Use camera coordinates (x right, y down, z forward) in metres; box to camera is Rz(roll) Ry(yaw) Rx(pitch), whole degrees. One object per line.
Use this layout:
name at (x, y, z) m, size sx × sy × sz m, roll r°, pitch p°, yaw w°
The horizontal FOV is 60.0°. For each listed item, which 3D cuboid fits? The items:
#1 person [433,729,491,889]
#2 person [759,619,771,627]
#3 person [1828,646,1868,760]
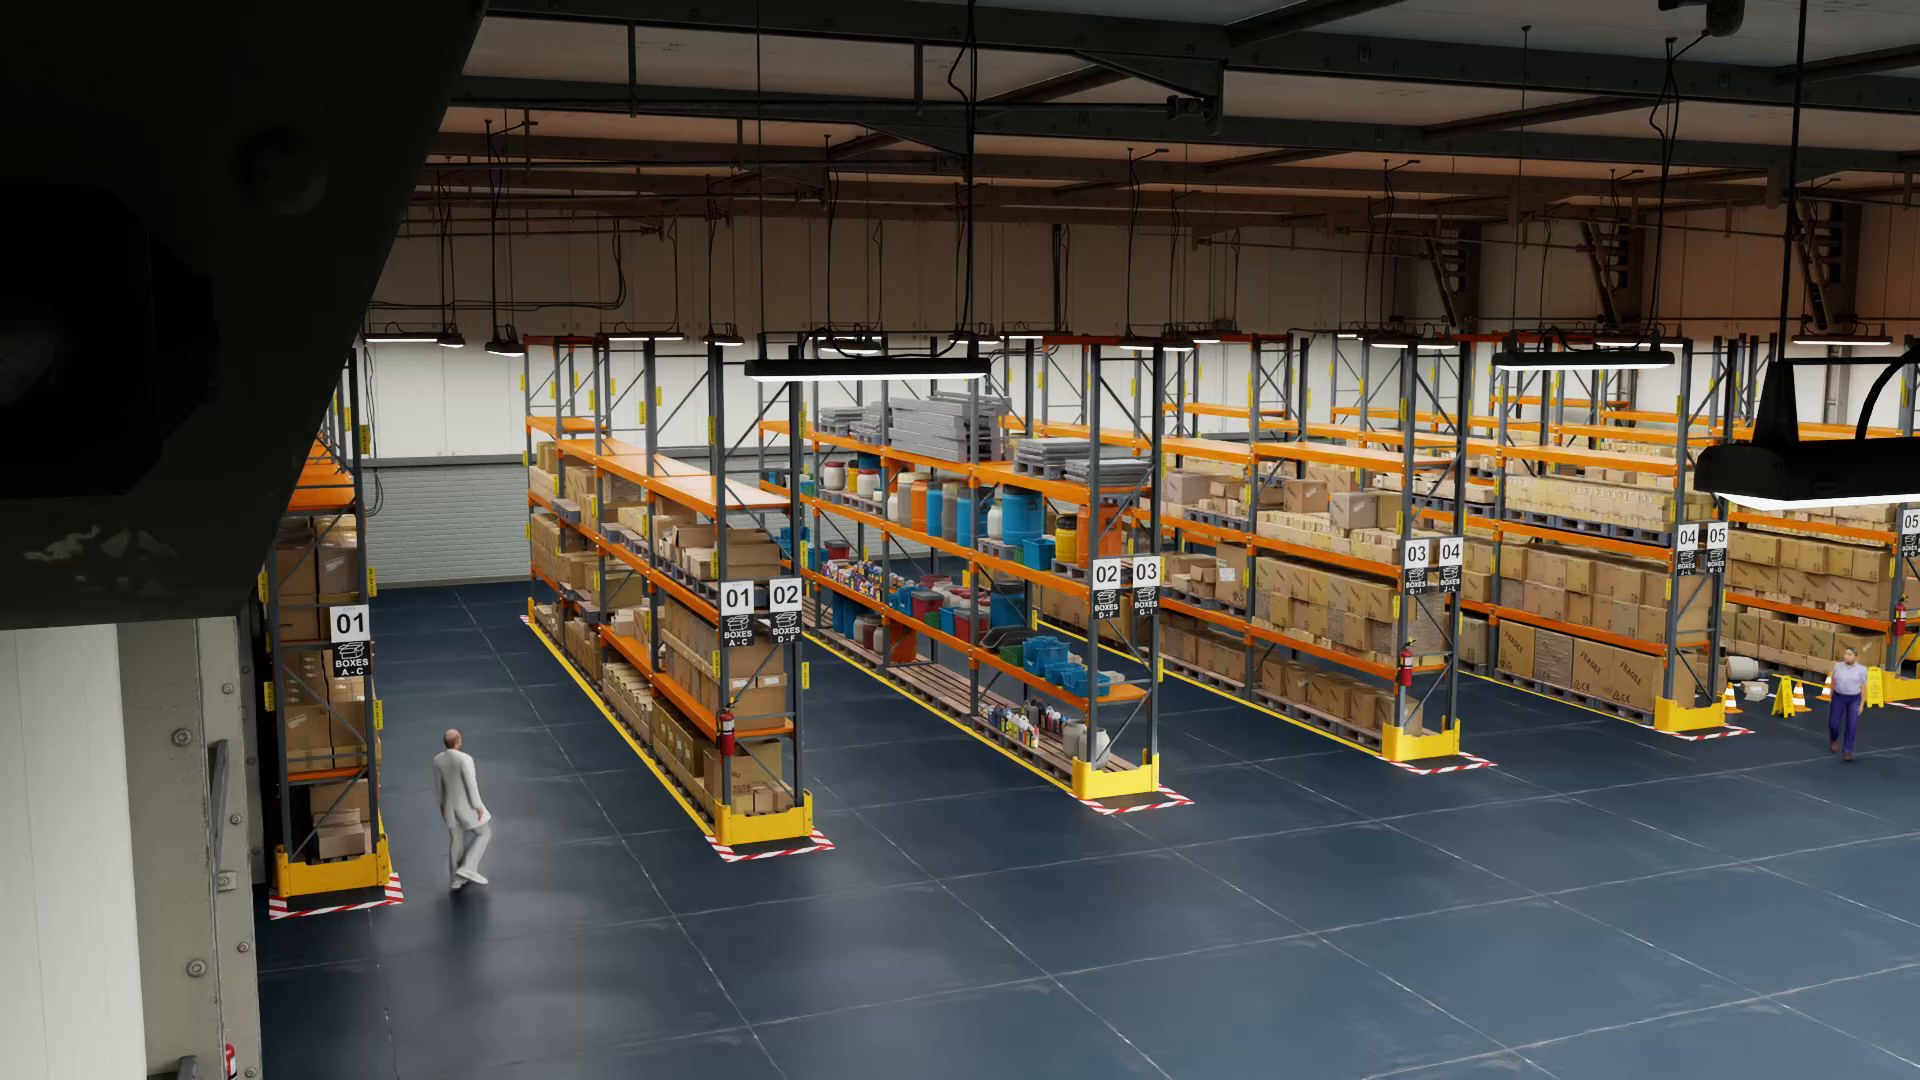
person at (-5.583, 2.988, 18.582) m, size 0.712 × 1.758 × 0.543 m, roll 2°, pitch 8°, yaw 17°
person at (-3.374, 1.767, 28.201) m, size 0.472 × 1.613 × 0.981 m, roll -5°, pitch 9°, yaw -33°
person at (12.797, 2.322, 23.985) m, size 0.472 × 1.635 × 0.520 m, roll 3°, pitch 8°, yaw 24°
